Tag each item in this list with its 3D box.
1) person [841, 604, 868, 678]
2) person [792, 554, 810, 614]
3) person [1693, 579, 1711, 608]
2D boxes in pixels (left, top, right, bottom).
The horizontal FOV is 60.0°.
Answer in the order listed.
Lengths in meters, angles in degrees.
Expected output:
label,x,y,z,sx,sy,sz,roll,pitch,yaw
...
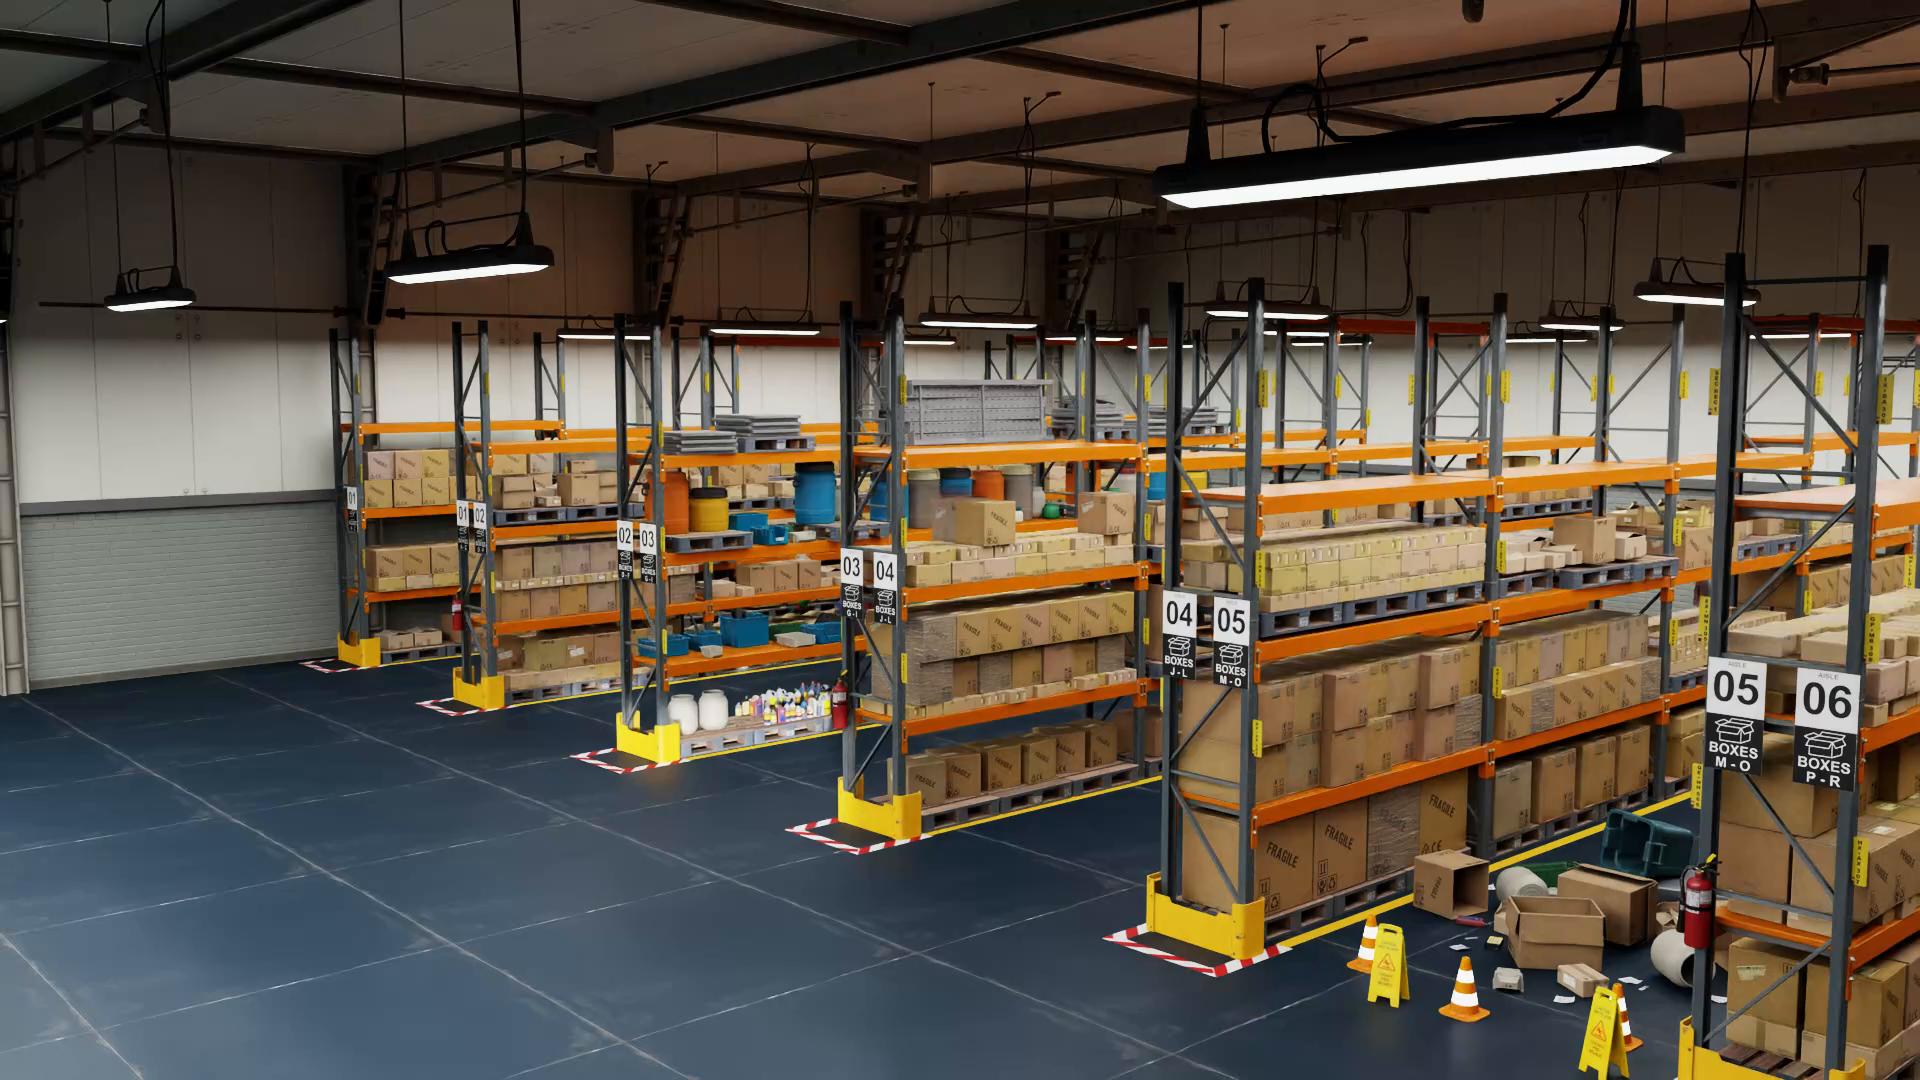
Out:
label,x,y,z,sx,sy,sz,roll,pitch,yaw
person,-1.809,1.547,28.334,0.472,1.658,0.487,-1,6,-14
person,-3.305,0.864,34.587,0.508,1.789,0.589,-1,6,-6
person,13.919,1.248,30.833,0.586,1.672,1.164,2,6,21
